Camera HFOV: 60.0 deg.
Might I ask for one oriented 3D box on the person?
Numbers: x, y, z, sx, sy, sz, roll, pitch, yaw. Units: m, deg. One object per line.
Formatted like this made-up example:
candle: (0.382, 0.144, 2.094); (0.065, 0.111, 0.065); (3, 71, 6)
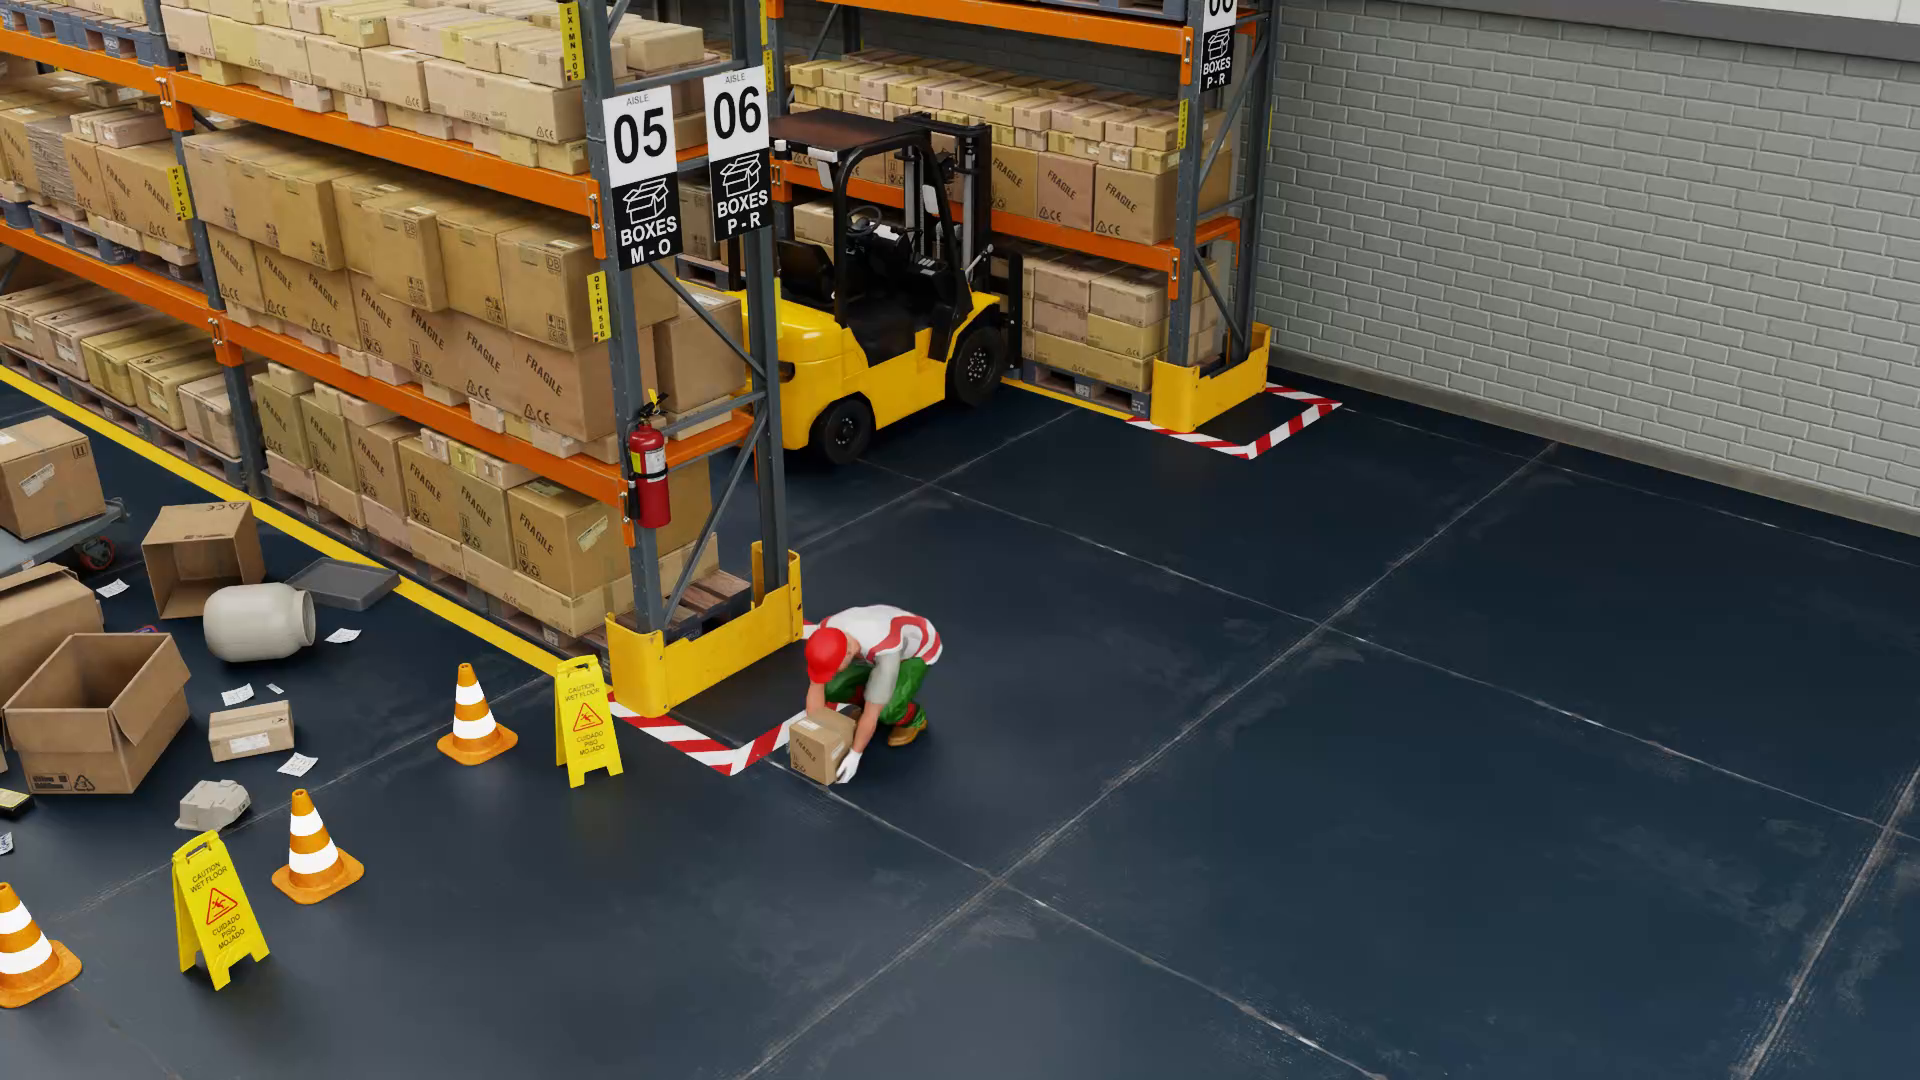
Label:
person: (-0.461, 0.683, 8.373); (0.553, 0.877, 0.901); (21, 34, 34)
